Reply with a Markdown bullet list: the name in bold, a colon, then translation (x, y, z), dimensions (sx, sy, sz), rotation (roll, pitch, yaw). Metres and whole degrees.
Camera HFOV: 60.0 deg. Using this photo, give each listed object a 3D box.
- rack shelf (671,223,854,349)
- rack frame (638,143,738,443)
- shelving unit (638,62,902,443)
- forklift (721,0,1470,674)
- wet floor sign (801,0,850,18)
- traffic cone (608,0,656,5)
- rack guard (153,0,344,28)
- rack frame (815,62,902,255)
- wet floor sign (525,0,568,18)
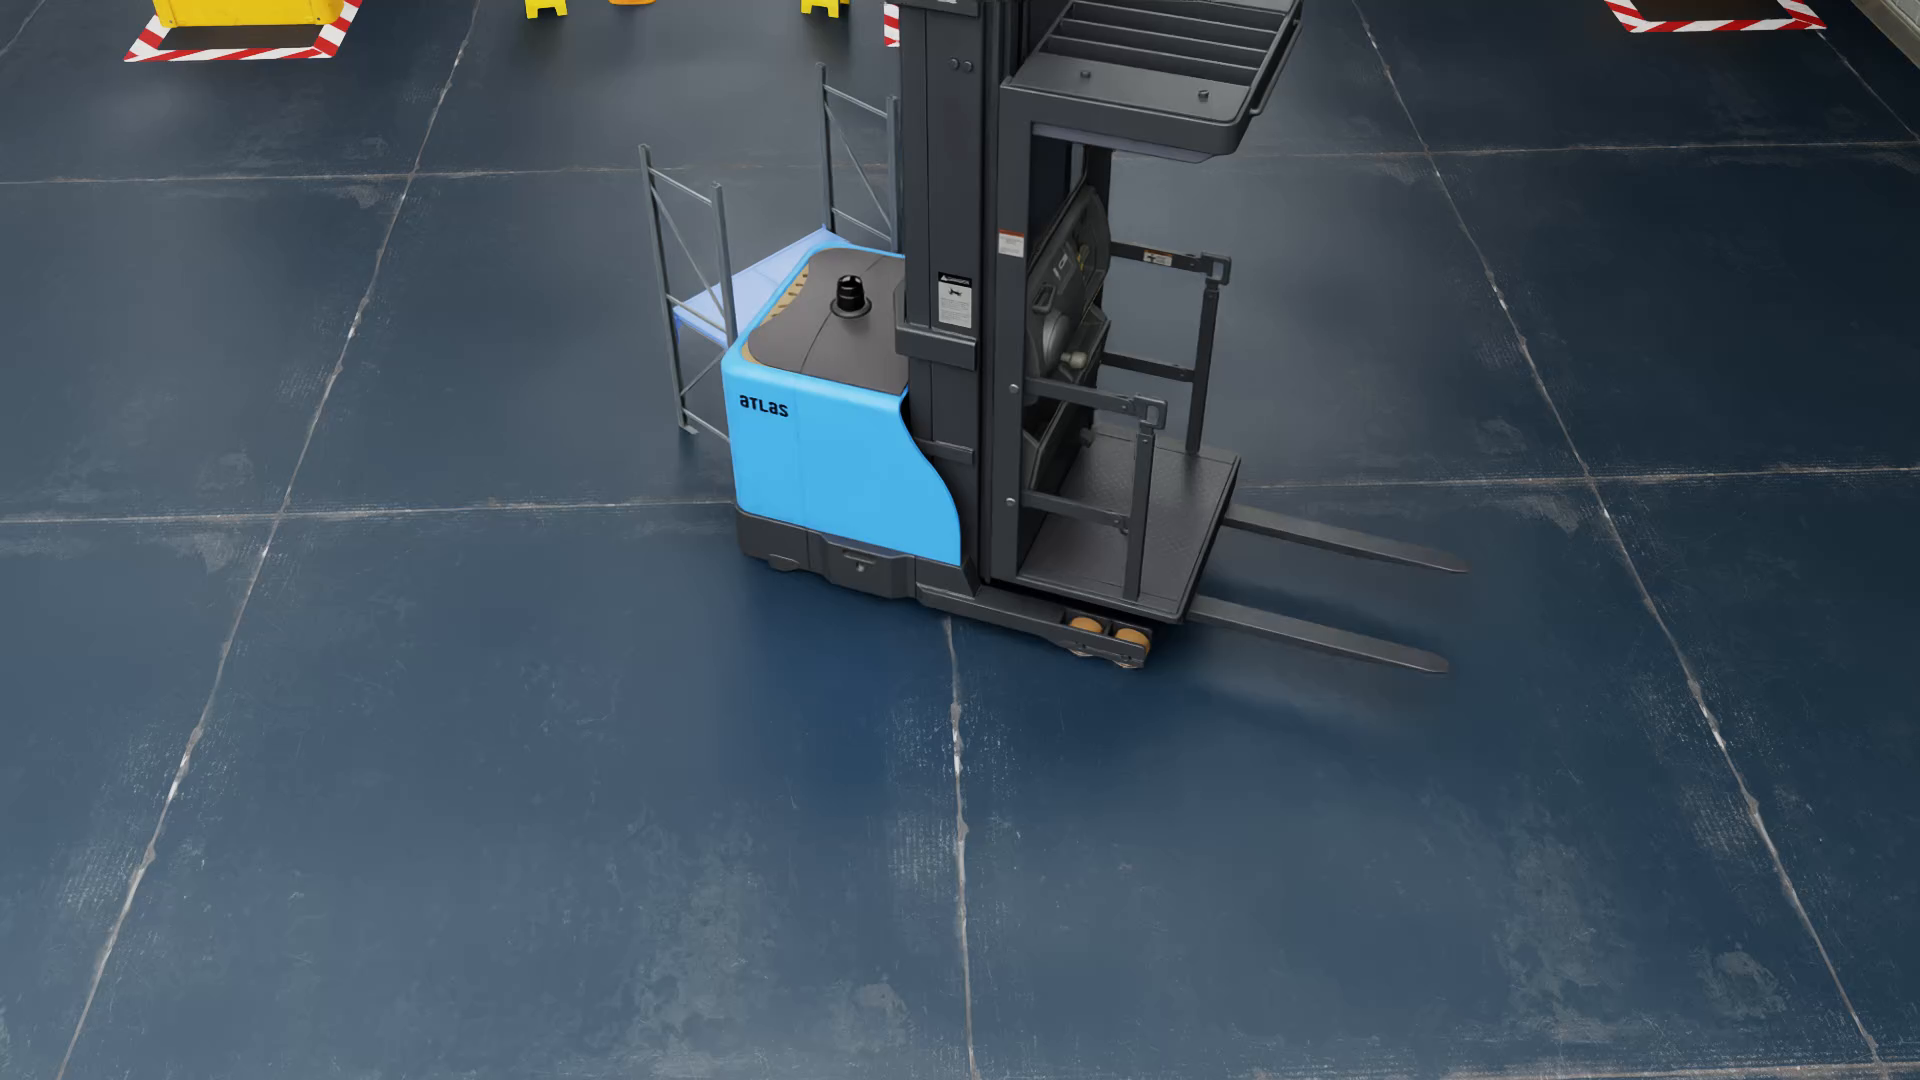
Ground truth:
- **rack shelf**: translation (-0.813, -1.113, 7.770), dimensions (0.538, 0.185, 1.000), rotation (32, 51, 30)
- **rack frame**: translation (-1.161, -0.995, 7.376), dimensions (0.500, 1.500, 0.032), rotation (32, 51, 30)
- **shelving unit**: translation (-0.813, -1.246, 7.649), dimensions (0.538, 1.500, 1.048), rotation (32, 51, 30)
- **forklift**: translation (0.602, -0.962, 6.280), dimensions (3.031, 2.935, 1.130), rotation (14, 44, 15)
- **wet floor sign**: translation (-0.918, -3.872, 11.147), dimensions (0.267, 0.644, 0.232), rotation (12, 44, 13)
- **traffic cone**: translation (-2.258, -3.956, 11.373), dimensions (0.336, 0.463, 0.334), rotation (-2, 43, -2)
- **rack guard**: translation (-4.797, -3.751, 11.122), dimensions (1.175, 0.500, 0.348), rotation (-2, 43, -2)
- **rack frame**: translation (-0.465, -1.496, 7.922), dimensions (0.500, 1.500, 0.032), rotation (32, 51, 30)
- **wet floor sign**: translation (-2.819, -3.858, 11.131), dimensions (0.267, 0.644, 0.232), rotation (-8, 43, -9)
